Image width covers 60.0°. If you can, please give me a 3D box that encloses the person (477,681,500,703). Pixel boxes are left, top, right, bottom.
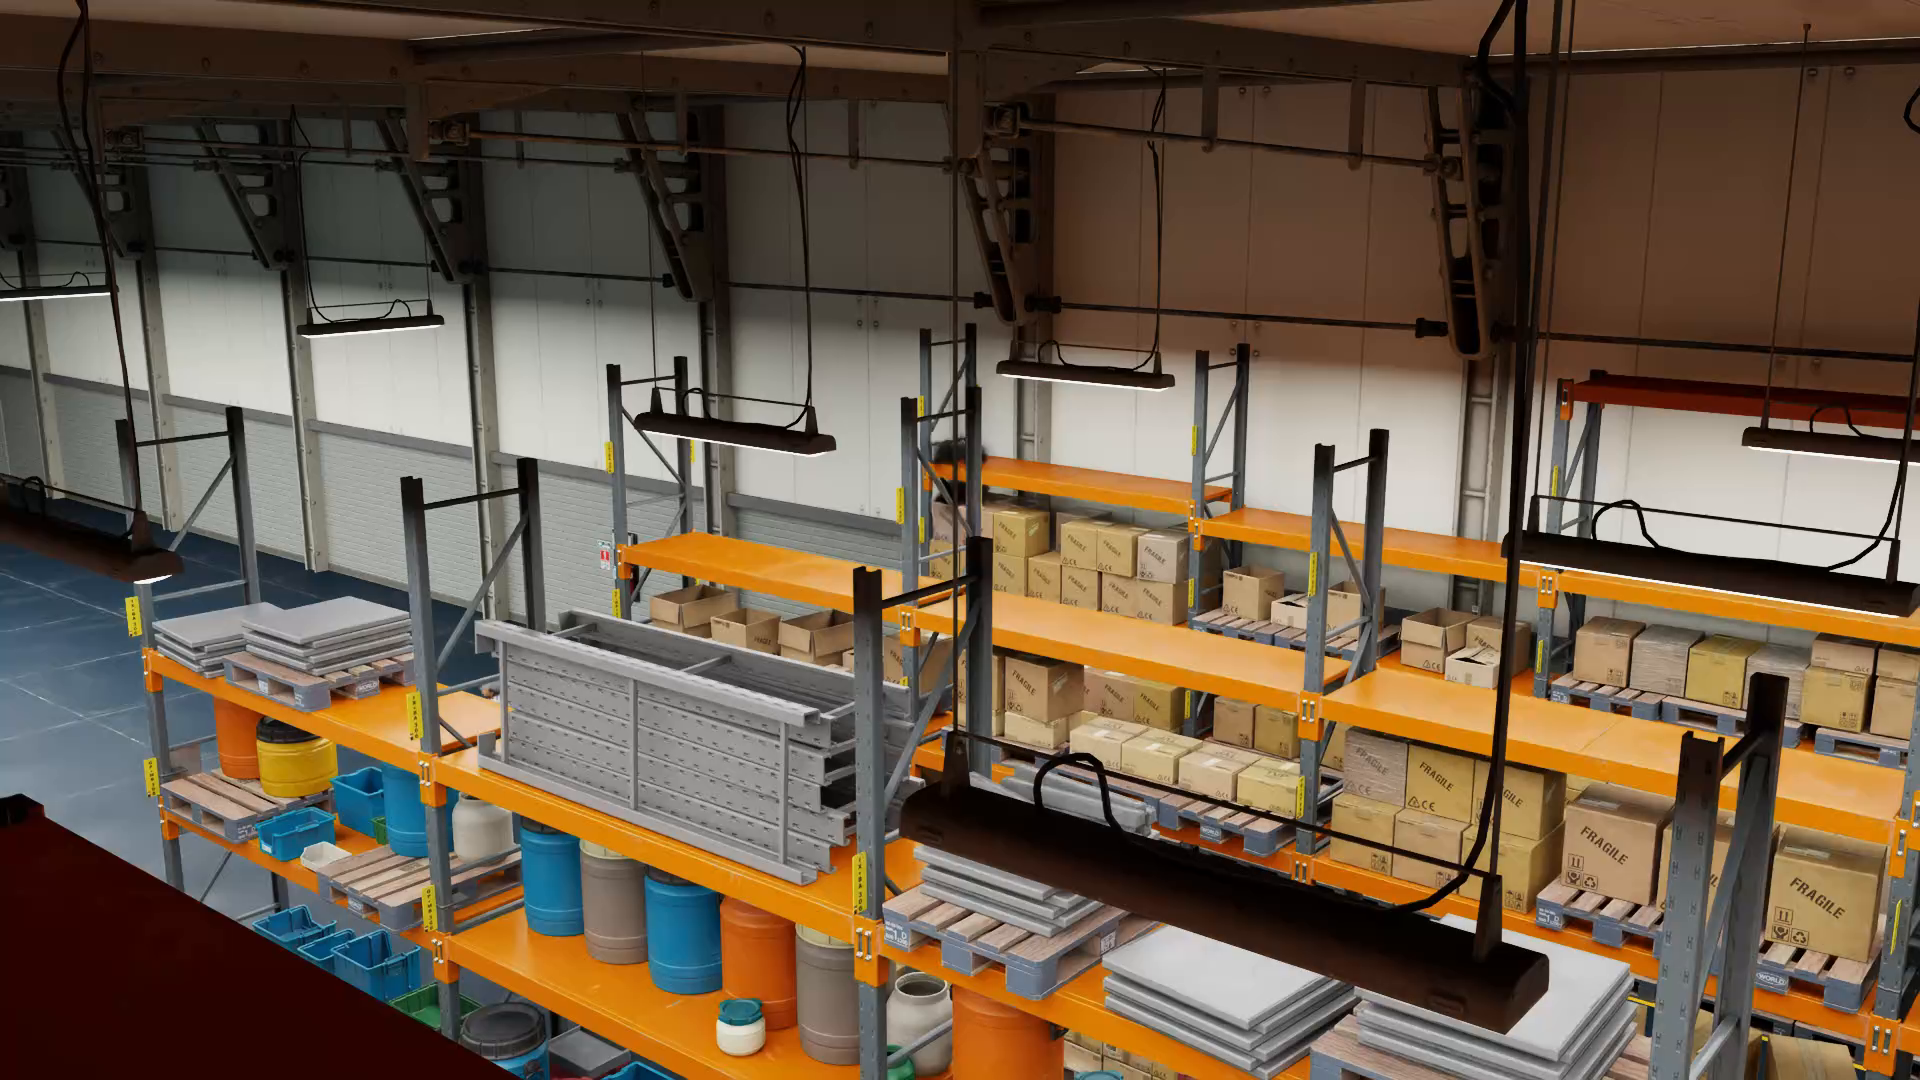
[{"bbox_3d":[-5.849,2.576,21.206,0.828,1.669,0.615,-7,15,-30],"label":"person"}]
